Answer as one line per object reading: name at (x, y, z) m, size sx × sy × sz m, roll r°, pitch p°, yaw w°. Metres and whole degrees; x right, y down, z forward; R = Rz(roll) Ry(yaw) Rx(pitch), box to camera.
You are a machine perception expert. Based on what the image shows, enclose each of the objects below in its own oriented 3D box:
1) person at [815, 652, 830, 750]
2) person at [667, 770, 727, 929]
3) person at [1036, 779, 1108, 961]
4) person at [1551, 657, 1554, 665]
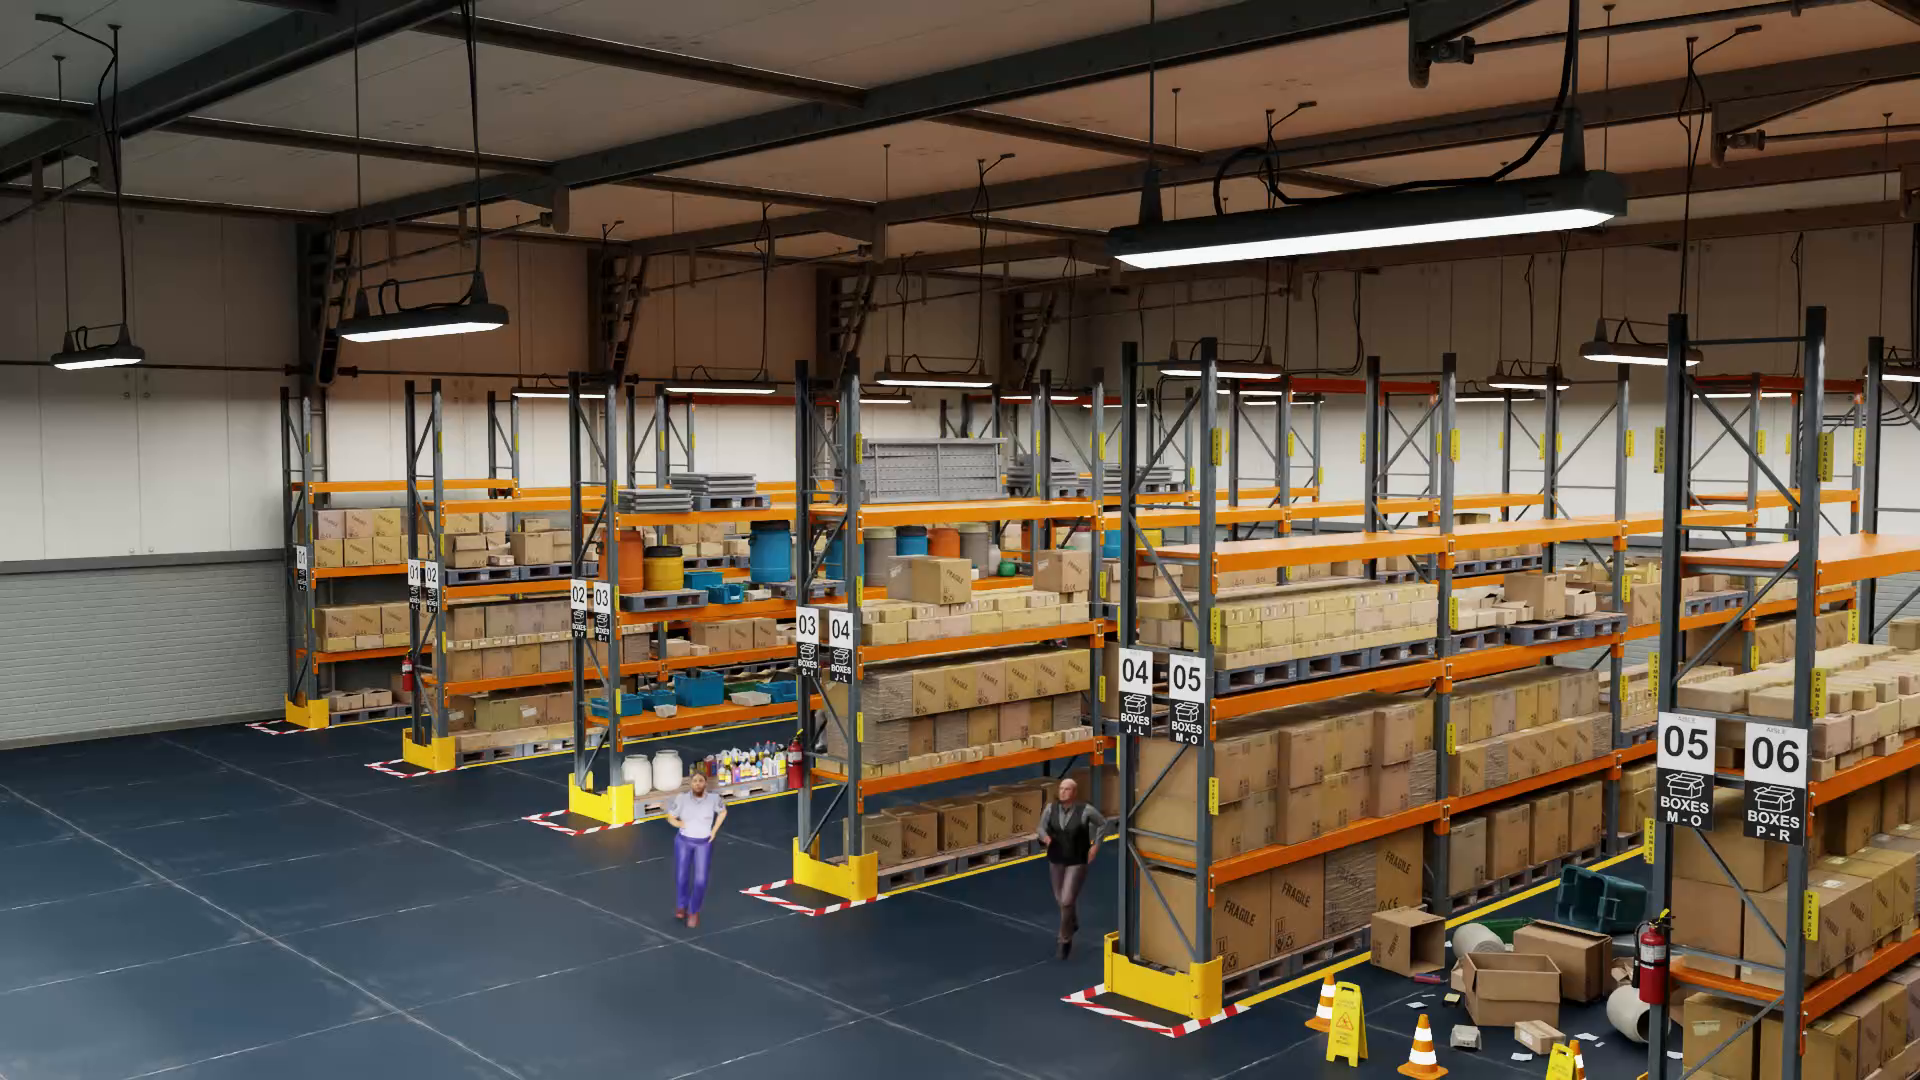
person at (-2.117, 2.554, 27.263) m, size 0.812 × 1.733 × 0.697 m, roll -4°, pitch 5°, yaw -44°
person at (-2.764, 3.252, 17.469) m, size 0.605 × 1.678 × 0.686 m, roll 0°, pitch 4°, yaw -4°
person at (1.090, 3.259, 16.561) m, size 0.667 × 1.800 × 0.755 m, roll 2°, pitch 4°, yaw 30°
person at (9.461, 2.650, 26.858) m, size 0.517 × 1.634 × 0.776 m, roll 3°, pitch 5°, yaw 42°
